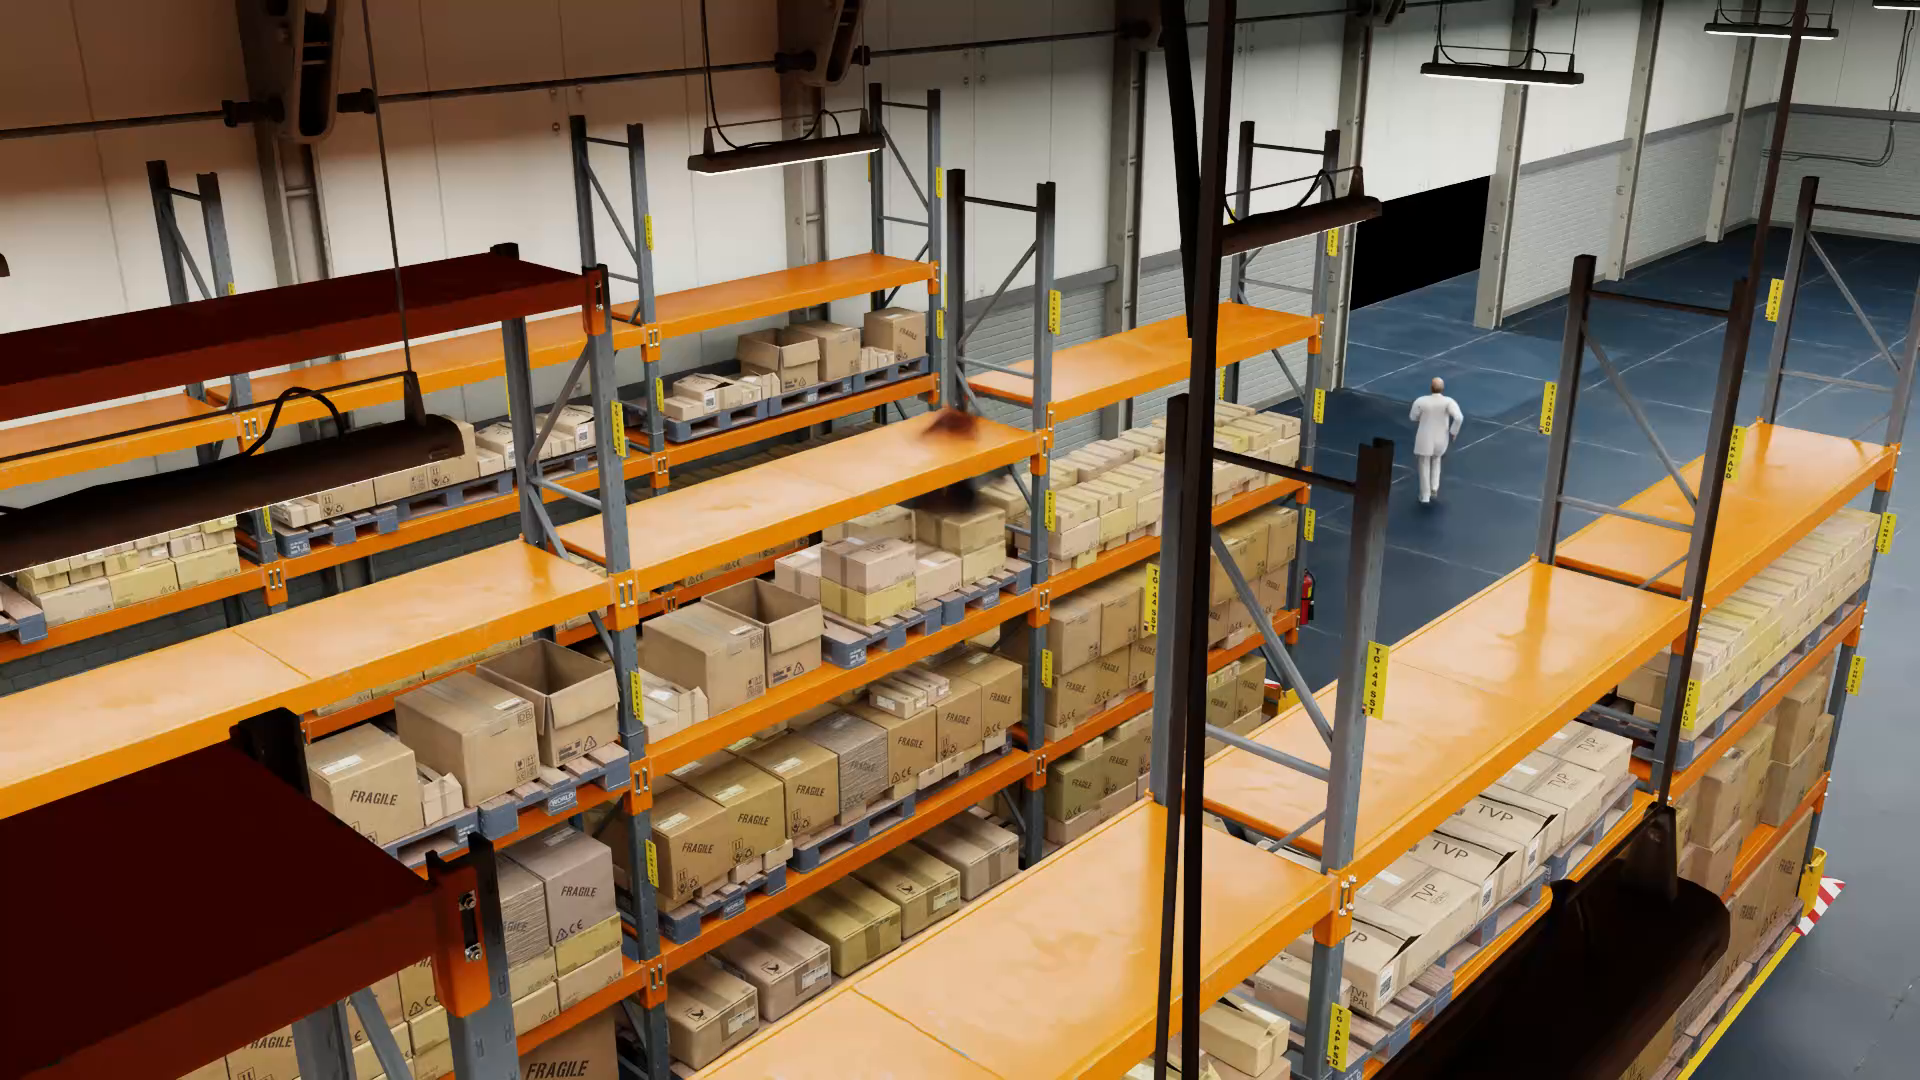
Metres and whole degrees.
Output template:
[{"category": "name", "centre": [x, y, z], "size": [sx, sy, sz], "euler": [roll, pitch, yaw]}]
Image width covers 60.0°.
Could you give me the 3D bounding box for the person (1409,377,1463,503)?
[{"category": "person", "centre": [6.563, -1.366, 23.101], "size": [0.661, 1.842, 0.825], "euler": [2, 21, 6]}]
